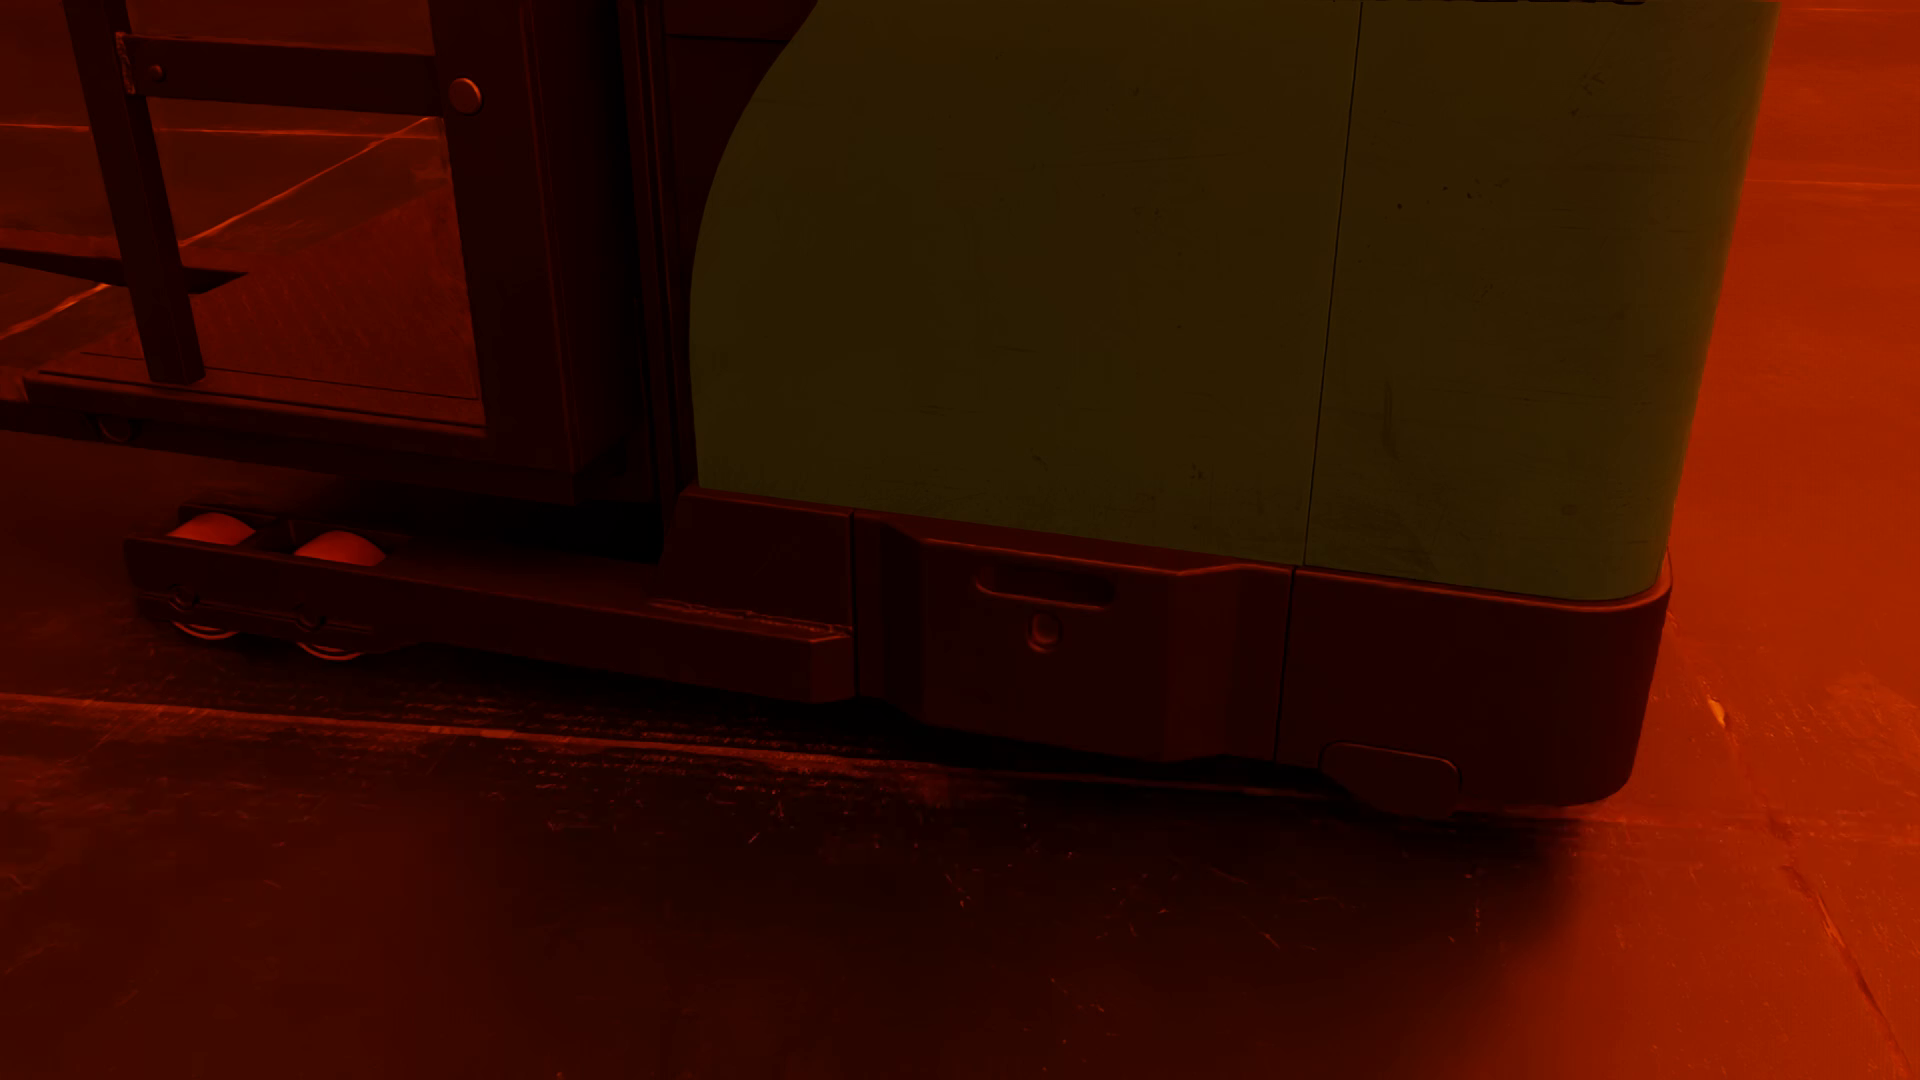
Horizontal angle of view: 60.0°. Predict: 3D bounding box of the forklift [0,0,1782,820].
[{"bbox_3d":[-0.591,-1.369,1.961,3.031,2.935,1.130,8,27,15],"label":"forklift"}]
